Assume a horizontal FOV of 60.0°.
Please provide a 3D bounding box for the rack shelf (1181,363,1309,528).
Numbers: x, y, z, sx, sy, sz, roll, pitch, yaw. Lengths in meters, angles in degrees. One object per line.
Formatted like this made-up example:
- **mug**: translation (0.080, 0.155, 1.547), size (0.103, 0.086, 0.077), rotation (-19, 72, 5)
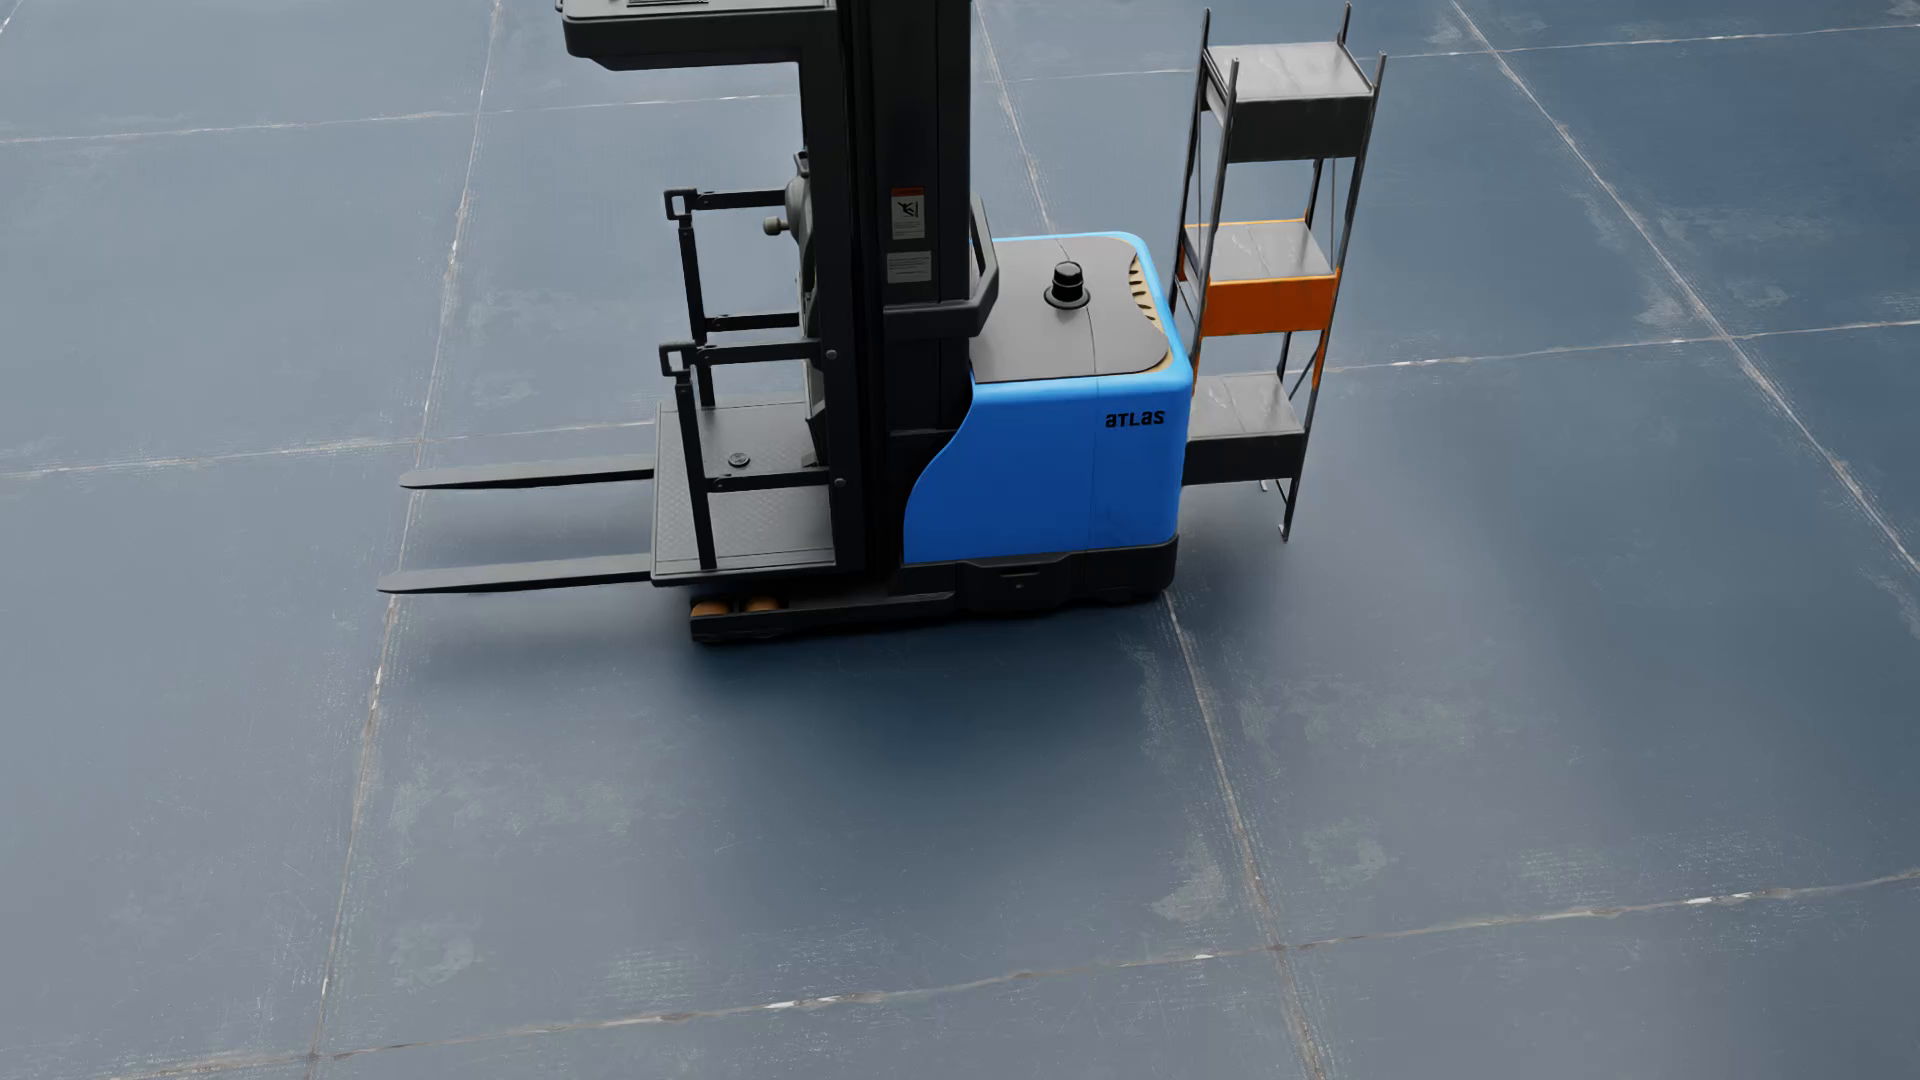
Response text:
- **rack shelf**: translation (1.061, -0.361, 6.640), size (0.480, 0.518, 0.431), rotation (-4, 42, -7)

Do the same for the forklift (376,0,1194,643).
- **forklift**: translation (-0.716, -1.074, 5.752), size (3.031, 2.935, 1.130), rotation (-4, 42, -5)

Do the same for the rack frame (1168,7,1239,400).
- **rack frame**: translation (0.834, -0.874, 6.135), size (0.015, 2.100, 0.400), rotation (-4, 42, -7)

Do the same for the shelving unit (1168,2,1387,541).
- **shelving unit**: translation (1.075, -0.892, 6.163), size (0.503, 2.100, 0.431), rotation (-4, 42, -7)

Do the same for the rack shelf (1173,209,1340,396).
- **rack shelf**: translation (1.075, -0.882, 6.172), size (0.480, 0.518, 0.431), rotation (-4, 42, -7)

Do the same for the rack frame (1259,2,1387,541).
- **rack frame**: translation (1.317, -0.910, 6.191), size (0.015, 2.100, 0.400), rotation (-4, 42, -7)

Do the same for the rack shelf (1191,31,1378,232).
- **rack shelf**: translation (1.090, -1.403, 5.705), size (0.480, 0.518, 0.431), rotation (-4, 42, -7)
